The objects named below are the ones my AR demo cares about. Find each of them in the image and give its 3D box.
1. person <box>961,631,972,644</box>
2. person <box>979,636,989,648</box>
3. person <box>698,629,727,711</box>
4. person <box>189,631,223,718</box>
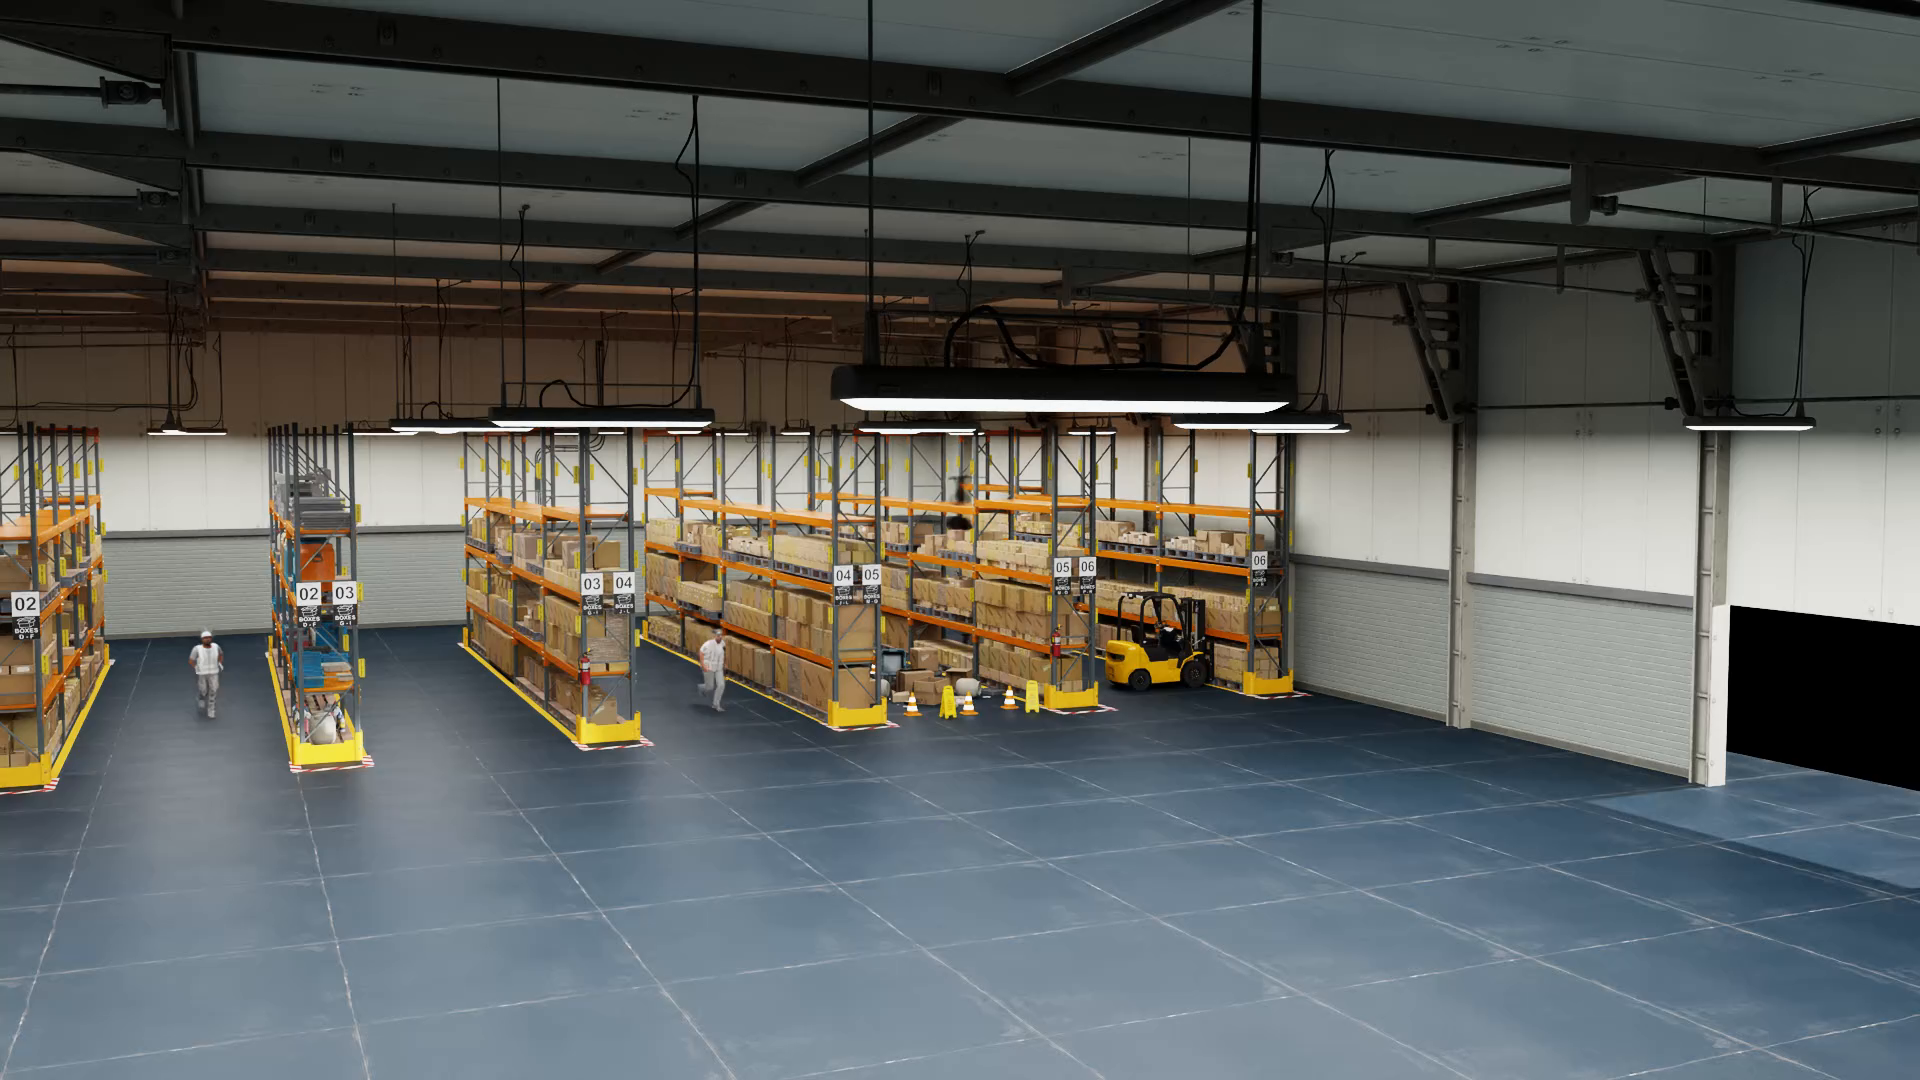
[{"bbox_3d":[0.191,2.150,45.872,0.539,1.584,0.716,-2,4,-25],"label":"person"},{"bbox_3d":[0.599,2.166,43.673,0.722,1.759,1.096,-1,4,-23],"label":"person"},{"bbox_3d":[-5.251,2.733,35.246,0.676,1.764,0.846,-3,5,-39],"label":"person"},{"bbox_3d":[-15.492,2.757,34.239,0.682,1.765,0.849,-3,4,-36],"label":"person"}]
